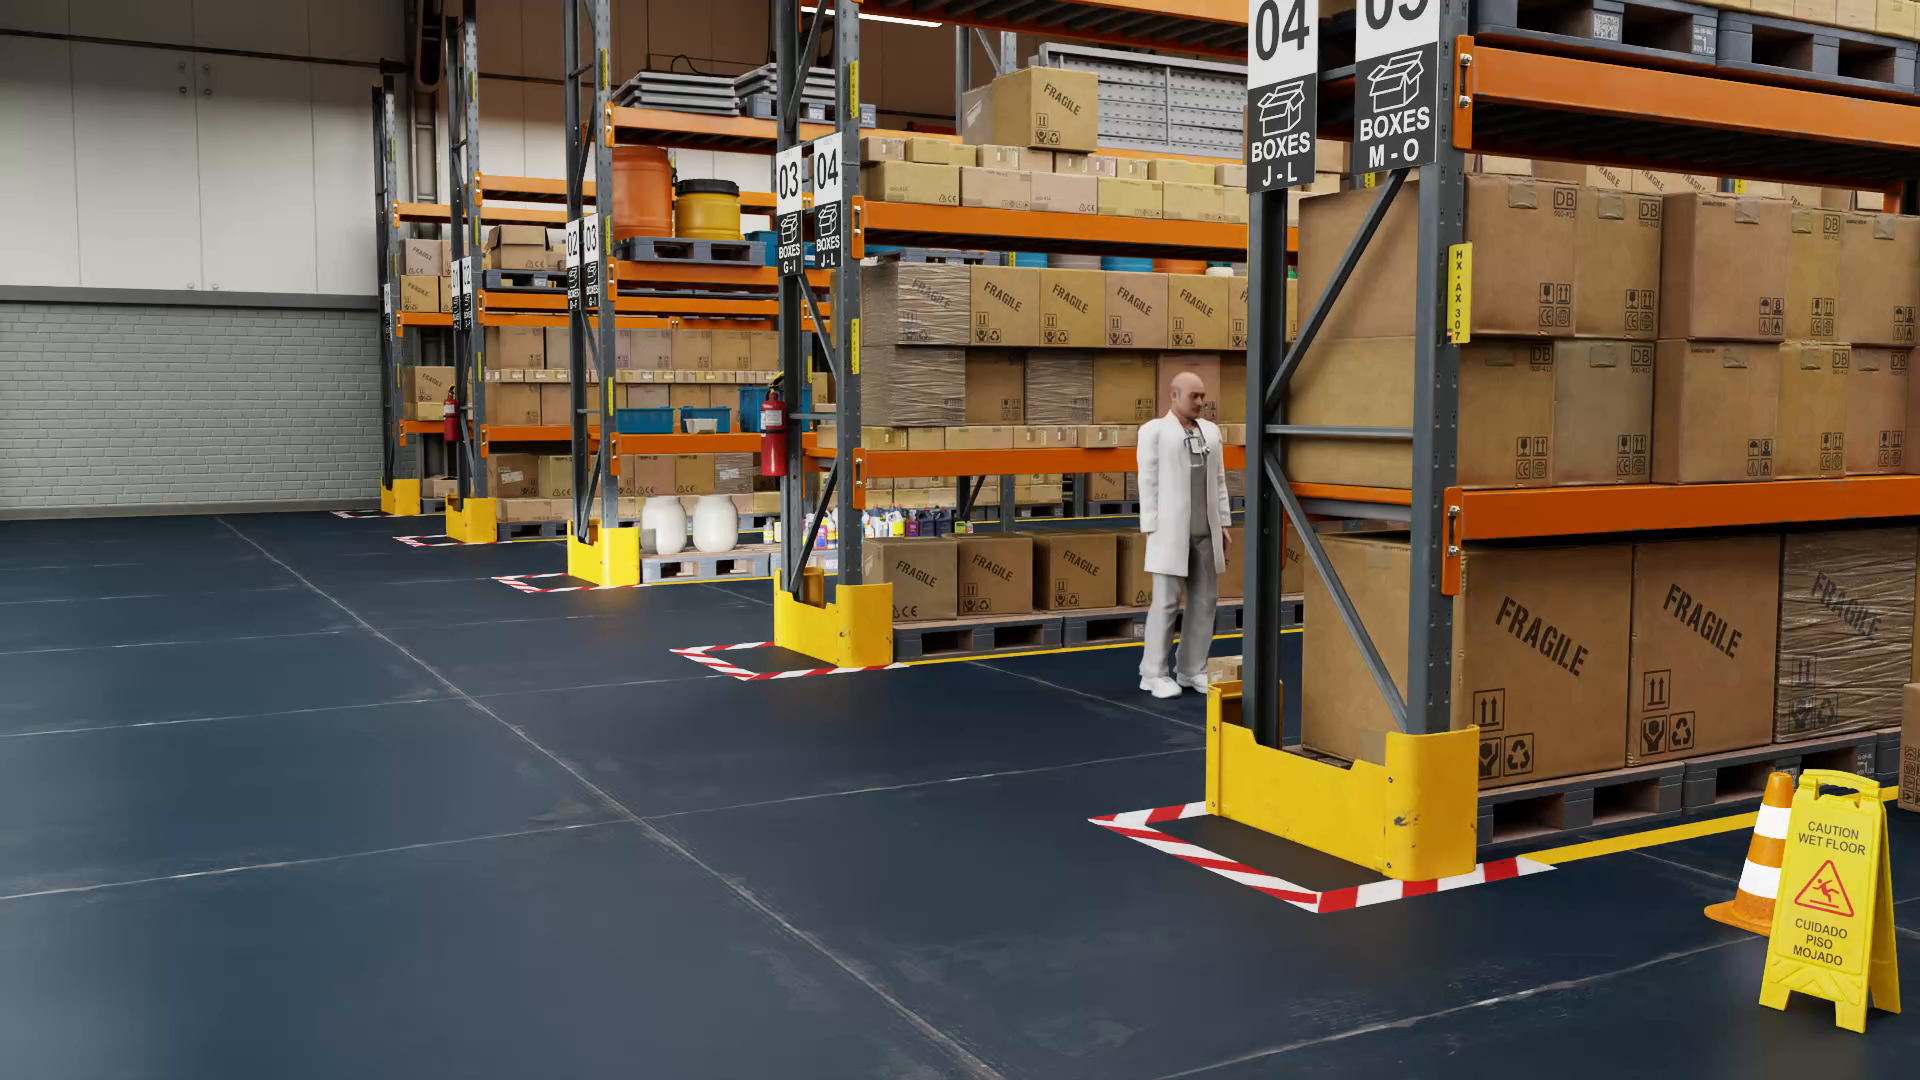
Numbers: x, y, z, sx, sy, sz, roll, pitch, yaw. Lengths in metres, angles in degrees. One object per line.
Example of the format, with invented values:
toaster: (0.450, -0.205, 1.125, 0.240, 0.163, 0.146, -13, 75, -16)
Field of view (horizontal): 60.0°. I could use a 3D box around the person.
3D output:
person: (1.255, -0.038, 9.181, 0.564, 1.778, 0.380, -2, 5, -27)
